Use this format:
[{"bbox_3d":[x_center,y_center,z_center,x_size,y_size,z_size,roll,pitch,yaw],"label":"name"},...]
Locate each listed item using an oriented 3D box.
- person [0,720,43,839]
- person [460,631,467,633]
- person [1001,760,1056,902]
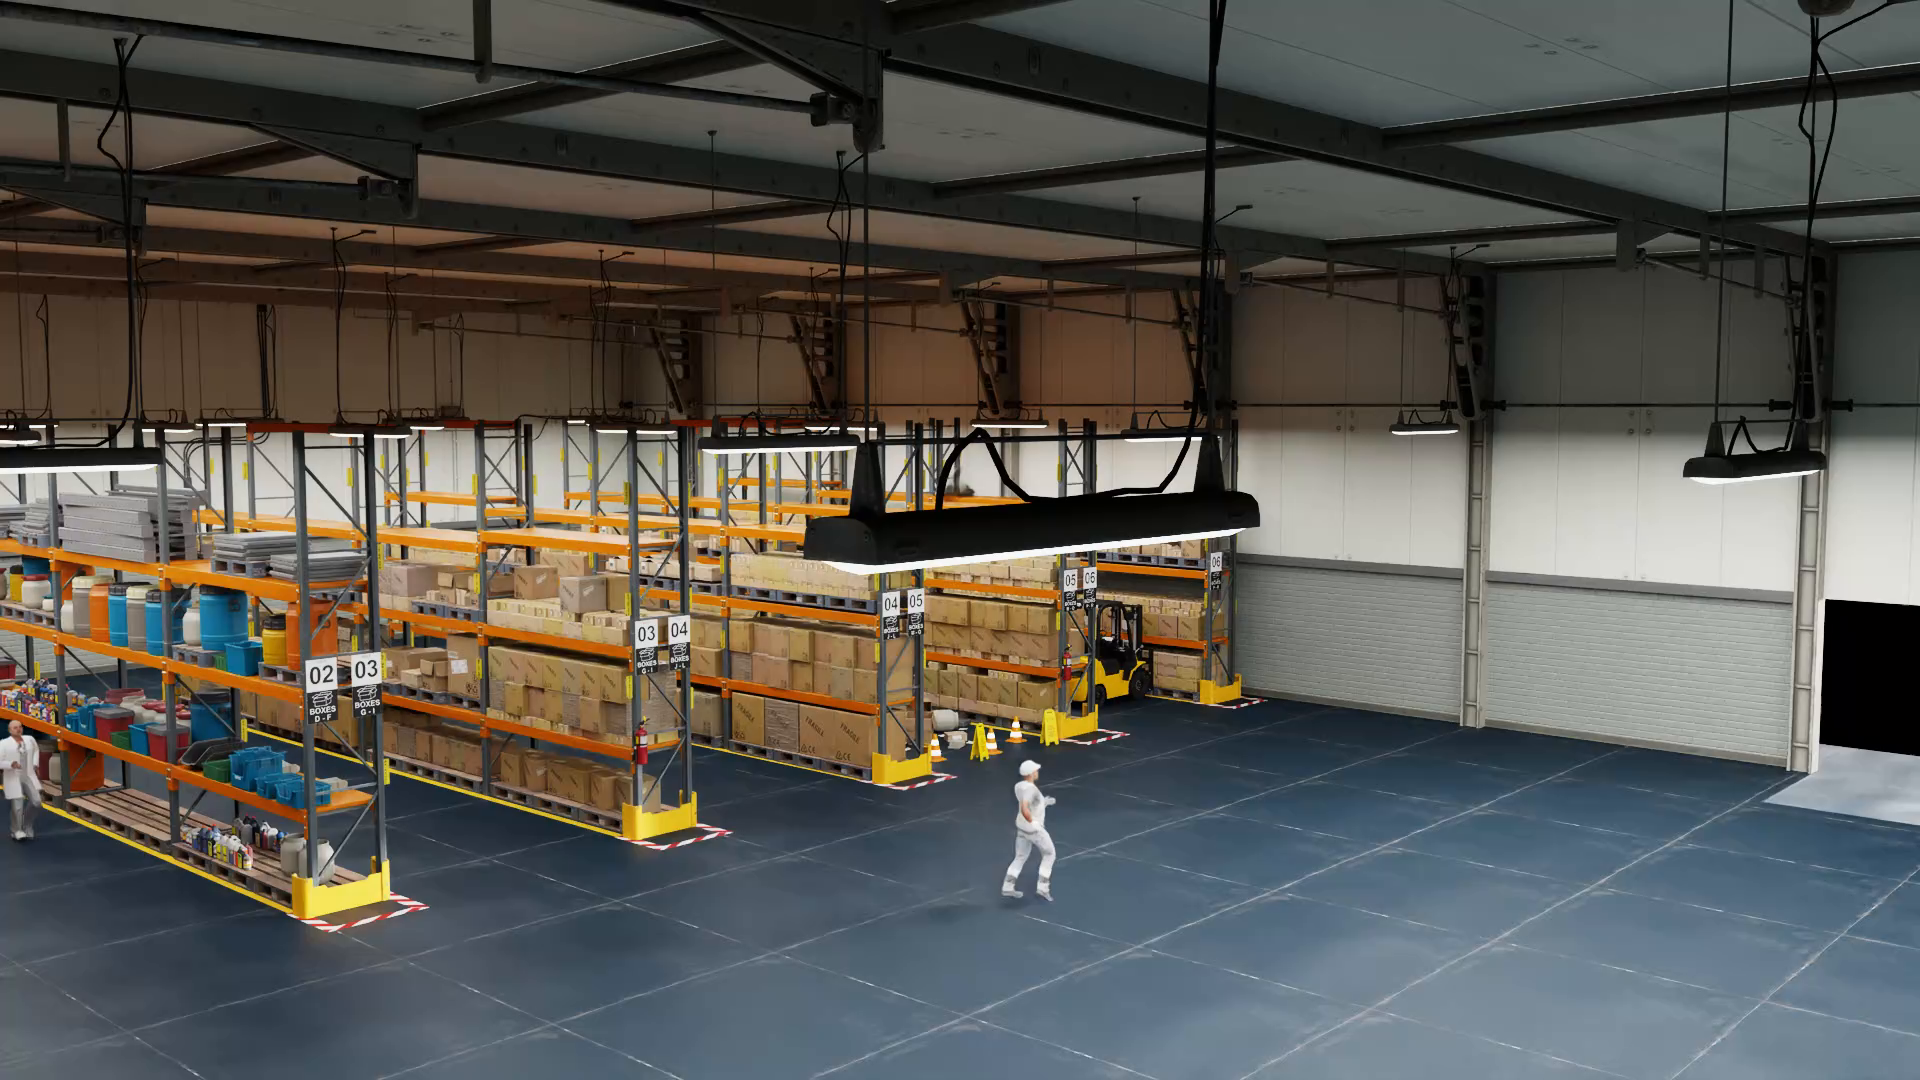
[{"bbox_3d":[-13.573,3.488,24.072,0.676,1.765,0.694,4,6,39],"label":"person"},{"bbox_3d":[-10.054,2.685,33.913,0.808,1.758,0.646,4,6,41],"label":"person"},{"bbox_3d":[0.906,3.712,21.104,0.767,1.846,0.643,-3,5,-28],"label":"person"}]
